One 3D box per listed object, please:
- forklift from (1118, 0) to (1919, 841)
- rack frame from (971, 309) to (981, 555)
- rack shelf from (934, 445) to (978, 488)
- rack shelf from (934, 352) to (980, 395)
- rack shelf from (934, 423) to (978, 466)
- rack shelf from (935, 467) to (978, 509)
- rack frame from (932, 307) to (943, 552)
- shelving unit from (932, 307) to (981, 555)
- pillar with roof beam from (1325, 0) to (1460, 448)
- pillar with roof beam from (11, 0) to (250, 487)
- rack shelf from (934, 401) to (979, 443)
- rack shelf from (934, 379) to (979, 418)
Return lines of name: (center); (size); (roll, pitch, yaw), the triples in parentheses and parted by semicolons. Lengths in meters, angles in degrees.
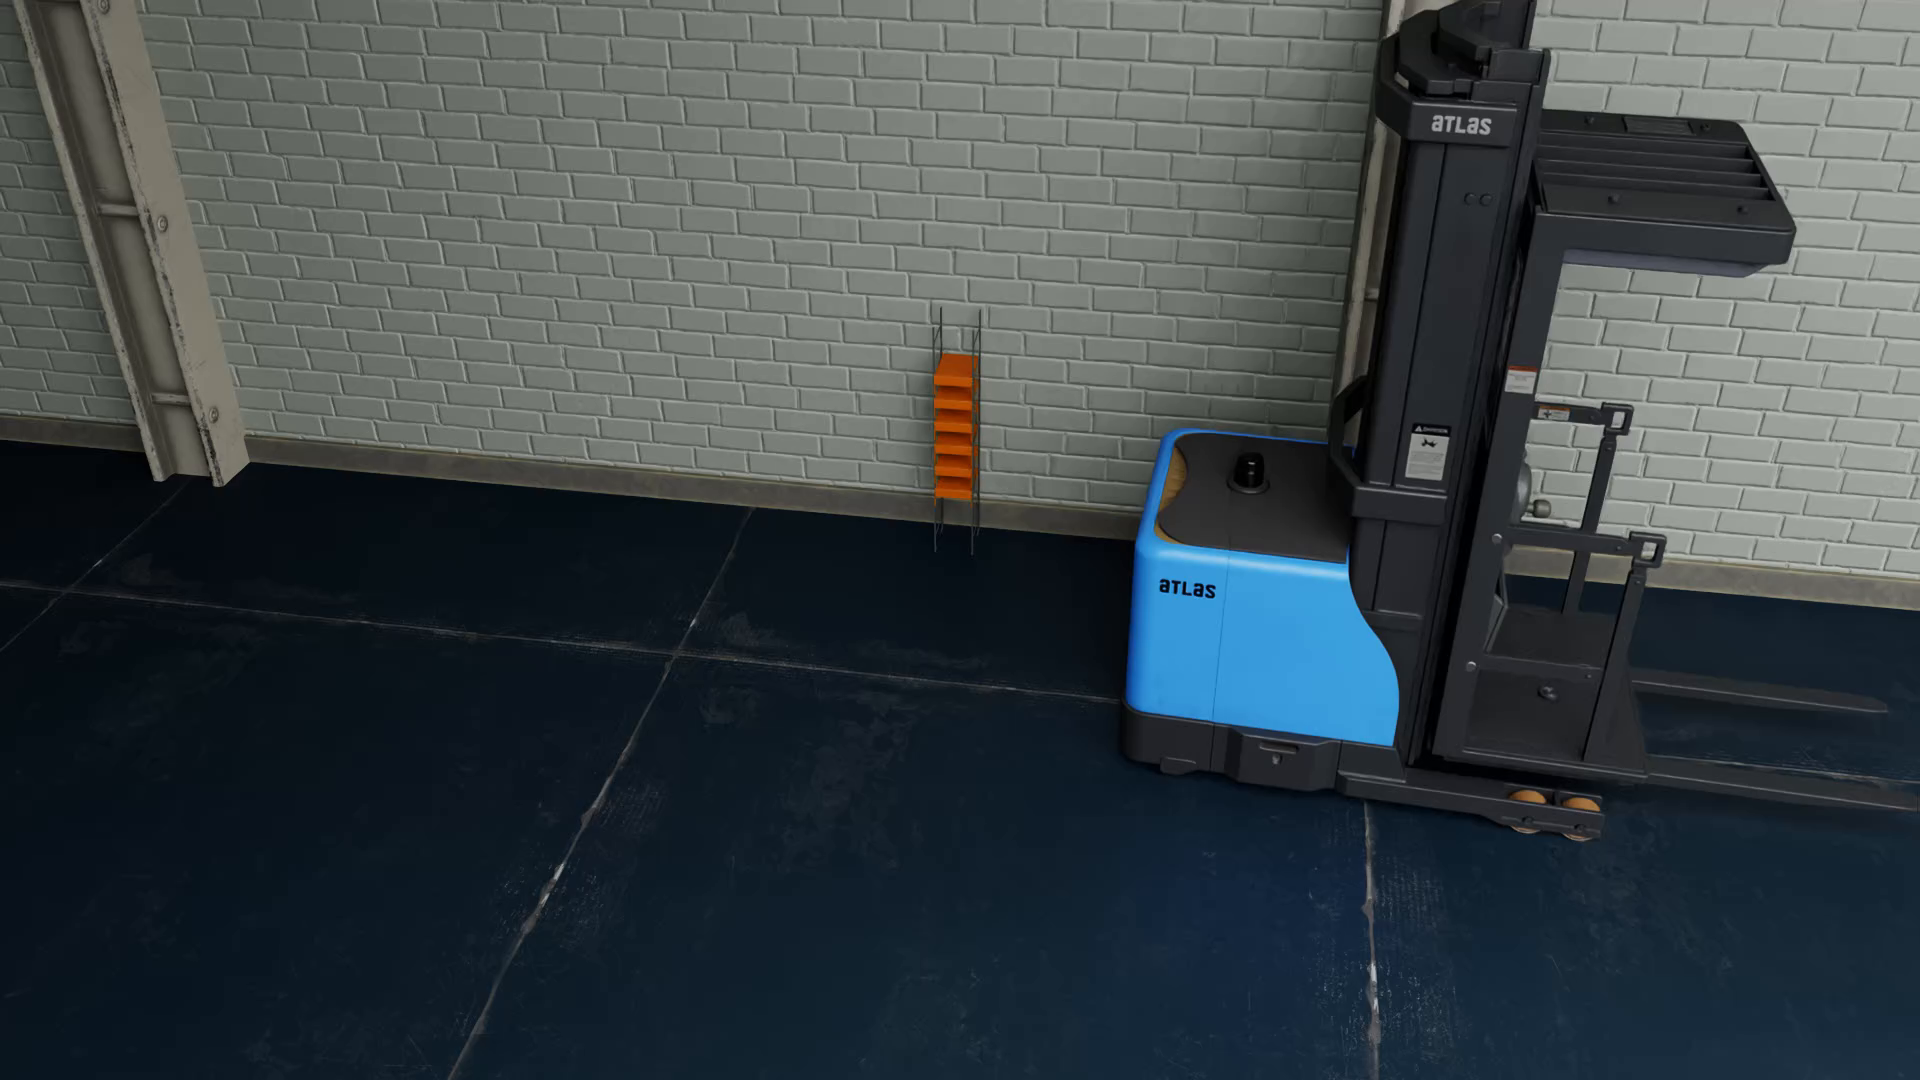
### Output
forklift: (2.218, -0.395, 6.119); (3.031, 2.935, 1.130); (7, 33, 11)
rack frame: (0.077, -0.498, 7.914); (0.006, 1.200, 0.240); (5, 32, 7)
rack shelf: (-0.014, -0.365, 8.013); (0.180, 0.103, 0.258); (5, 32, 7)
rack shelf: (-0.014, -0.772, 7.758); (0.180, 0.103, 0.258); (5, 32, 7)
rack shelf: (-0.014, -0.467, 7.949); (0.180, 0.103, 0.258); (5, 32, 7)
rack shelf: (-0.014, -0.264, 8.077); (0.180, 0.103, 0.258); (5, 32, 7)
rack frame: (-0.104, -0.512, 7.937); (0.006, 1.200, 0.240); (5, 32, 7)
shelving unit: (-0.014, -0.505, 7.926); (0.189, 1.200, 0.258); (5, 32, 7)
pillar with roof beam: (1.164, -1.403, 2.010); (0.400, 9.000, 9.100); (5, 32, 8)
pillar with roof beam: (-4.750, -1.939, 2.866); (0.400, 9.000, 9.100); (5, 32, 8)
rack shelf: (-0.014, -0.569, 7.886); (0.180, 0.103, 0.258); (5, 32, 7)
rack shelf: (-0.014, -0.671, 7.822); (0.180, 0.103, 0.258); (5, 32, 7)
